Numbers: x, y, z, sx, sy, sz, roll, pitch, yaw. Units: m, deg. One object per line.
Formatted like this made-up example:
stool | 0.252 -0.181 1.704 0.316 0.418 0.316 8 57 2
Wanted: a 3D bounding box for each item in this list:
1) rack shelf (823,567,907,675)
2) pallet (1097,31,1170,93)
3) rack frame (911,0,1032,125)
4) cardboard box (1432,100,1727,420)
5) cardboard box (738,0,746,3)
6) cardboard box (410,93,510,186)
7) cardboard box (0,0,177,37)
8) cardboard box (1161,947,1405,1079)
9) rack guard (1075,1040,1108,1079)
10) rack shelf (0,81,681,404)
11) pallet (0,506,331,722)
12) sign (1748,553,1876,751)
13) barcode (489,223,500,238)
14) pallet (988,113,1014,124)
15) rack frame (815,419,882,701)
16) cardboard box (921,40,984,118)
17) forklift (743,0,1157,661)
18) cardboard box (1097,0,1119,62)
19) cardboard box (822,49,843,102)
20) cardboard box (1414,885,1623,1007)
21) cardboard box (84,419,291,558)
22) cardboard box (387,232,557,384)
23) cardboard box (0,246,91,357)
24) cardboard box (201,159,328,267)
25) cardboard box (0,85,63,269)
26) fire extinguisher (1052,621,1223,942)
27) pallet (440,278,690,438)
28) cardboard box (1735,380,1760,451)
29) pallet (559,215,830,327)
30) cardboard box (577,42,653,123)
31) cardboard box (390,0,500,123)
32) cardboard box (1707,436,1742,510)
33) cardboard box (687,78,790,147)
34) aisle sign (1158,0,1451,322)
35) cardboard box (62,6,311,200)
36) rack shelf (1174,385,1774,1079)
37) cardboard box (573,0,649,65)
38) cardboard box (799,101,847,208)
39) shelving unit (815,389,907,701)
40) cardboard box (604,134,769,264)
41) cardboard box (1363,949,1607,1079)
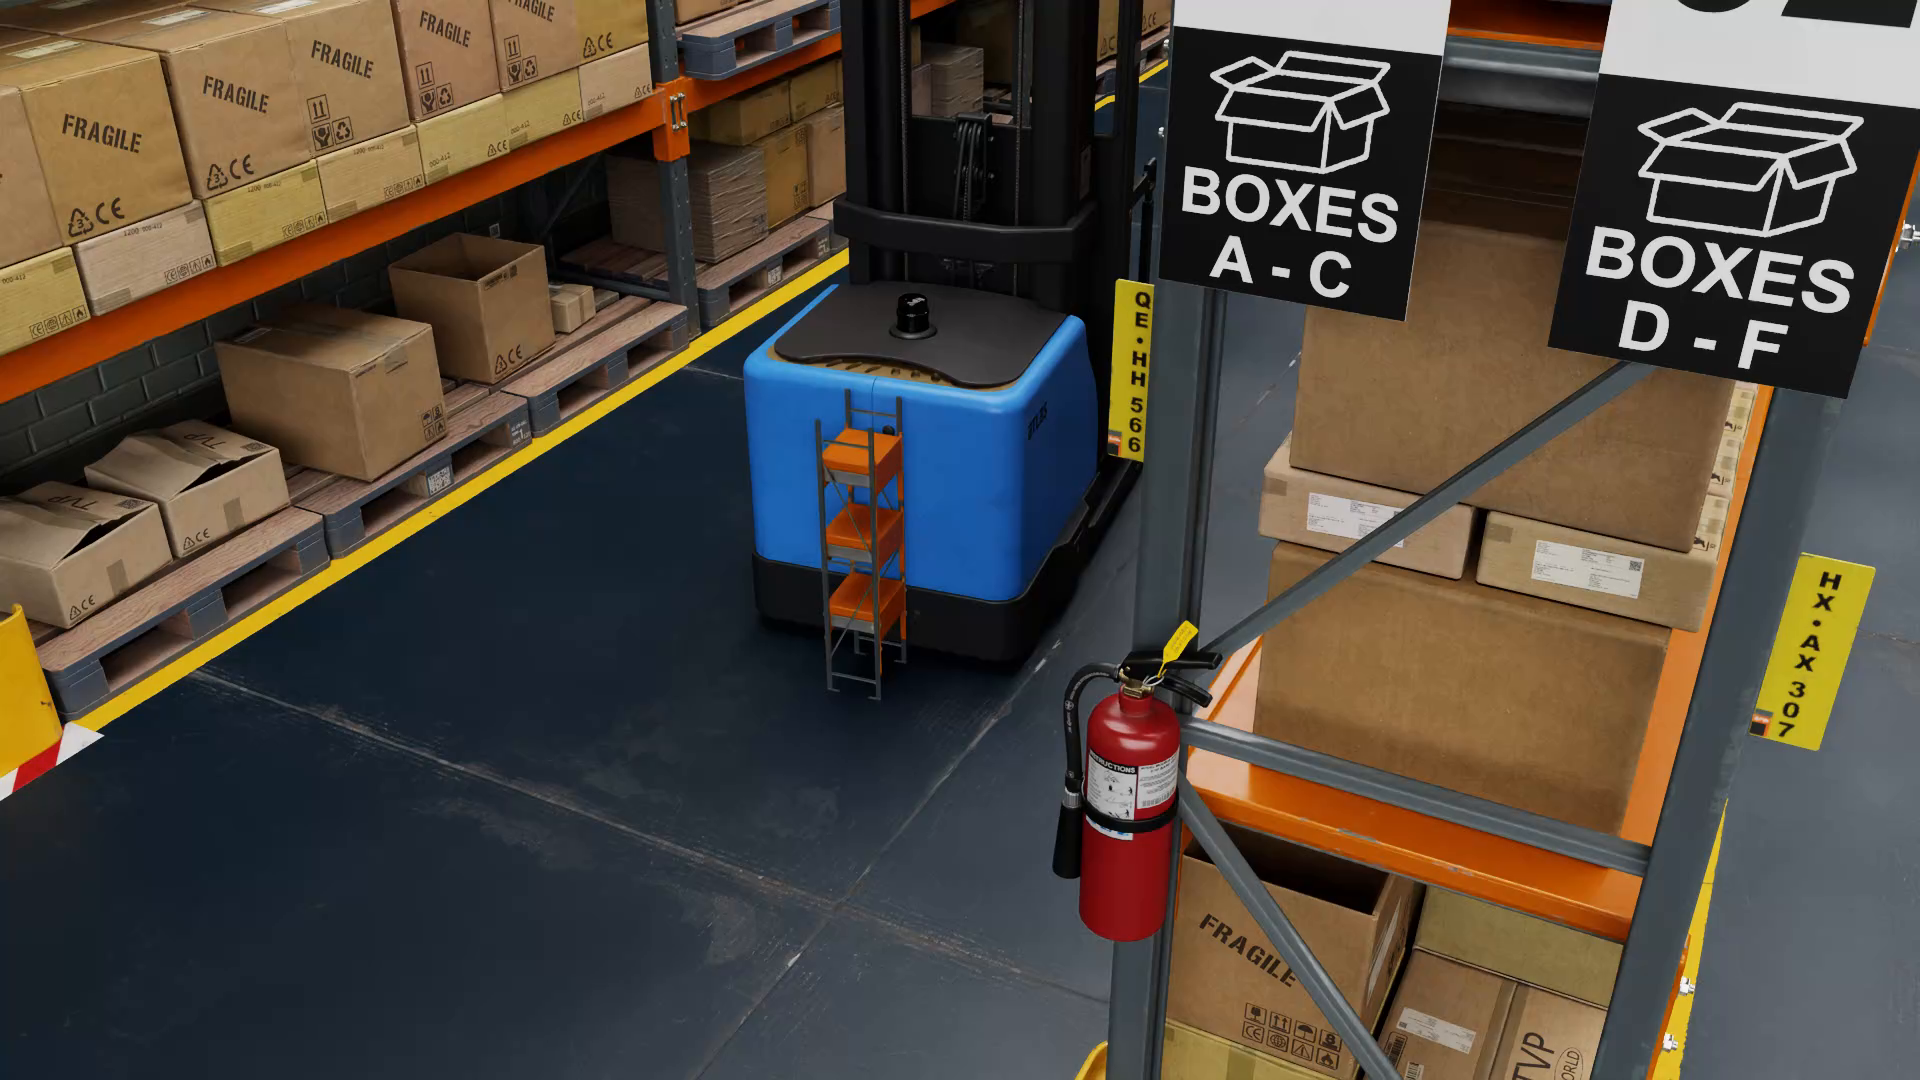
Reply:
rack shelf | -0.328 0.278 5.790 0.215 0.259 0.240 10 31 17
pallet | 0.998 -3.879 13.292 1.003 0.211 1.213 14 33 23
rack frame | 0.015 -4.217 11.080 1.000 3.000 0.127 14 33 23
cardboard box | 1.265 -0.616 3.407 0.700 0.500 0.500 13 32 22
cardboard box | -1.284 -3.141 8.666 0.700 0.500 0.500 18 34 28
cardboard box | -2.203 -1.663 6.764 0.500 0.250 0.500 14 33 23
cardboard box | -3.135 -1.647 5.984 0.500 0.500 0.500 13 32 22
cardboard box | 0.763 1.158 4.061 0.500 0.250 0.500 14 33 23
rack guard | 0.771 1.547 3.555 1.175 0.500 0.348 14 33 23
rack shelf | -2.719 -1.245 6.628 1.077 0.370 4.000 14 33 23
pallet | -3.194 0.153 6.271 1.003 0.211 1.213 14 33 23
sign | 1.273 0.171 2.491 0.100 0.325 0.005 14 33 23
barcode | -2.267 -1.504 8.104 0.001 0.075 0.075 14 33 23
pallet | -0.343 -2.661 11.172 1.003 0.211 1.213 14 33 23
rack frame | -0.368 0.086 5.547 0.200 1.050 0.008 10 31 17
cardboard box | -0.267 -2.992 11.017 0.700 0.500 0.500 15 33 24
forklift | 0.210 -1.565 6.533 1.130 2.935 3.031 10 31 17
cardboard box | 0.871 -4.150 12.701 0.750 0.750 0.750 14 33 23
cardboard box | -0.812 -2.850 10.016 0.500 0.250 0.500 14 33 23
cardboard box | 1.450 0.728 4.057 0.500 0.500 0.500 14 33 23
cardboard box | -2.975 -0.234 6.403 0.500 0.311 0.500 17 34 27
cardboard box | -2.245 -1.081 7.688 0.500 0.500 0.500 12 32 20
cardboard box | -3.125 -0.758 5.188 0.500 0.250 0.500 13 32 22
cardboard box | -2.664 -1.216 5.986 0.500 0.250 0.500 14 33 23
cardboard box | -3.145 -1.082 5.000 0.500 0.500 0.500 14 33 23
fire extinguisher | 0.314 0.433 3.062 0.296 0.674 0.183 14 33 23
pallet | -2.082 -0.928 8.155 1.003 0.211 1.213 14 33 23
cardboard box | 1.502 -0.337 3.573 0.380 0.149 0.250 14 33 23
pallet | -1.454 -1.580 9.289 1.003 0.211 1.213 14 33 23
cardboard box | -1.754 -2.108 7.540 0.500 0.250 0.500 14 33 23
cardboard box | -2.209 -1.989 6.579 0.500 0.500 0.500 13 32 22
cardboard box | 1.270 -0.115 3.187 0.380 0.149 0.250 13 32 22
cardboard box | -1.290 -2.401 9.235 0.500 0.250 0.500 14 33 22
aisle sign | 0.490 -0.713 2.369 0.394 0.787 0.004 14 33 23
cardboard box | -2.670 -1.527 5.774 0.500 0.500 0.500 13 32 22
rack shelf | 1.693 -0.123 4.674 1.077 0.370 4.000 14 33 23
cardboard box | -1.748 -2.432 7.351 0.500 0.500 0.500 14 33 23
cardboard box | -1.028 -2.338 9.877 0.700 0.500 0.500 15 33 24
shelving unit | -0.328 0.028 5.647 0.215 1.050 0.252 10 31 17
cardboard box | -1.487 -1.880 9.080 0.700 0.500 0.500 15 33 25
cardboard box | 1.224 1.275 3.857 0.500 0.250 0.500 14 33 23
